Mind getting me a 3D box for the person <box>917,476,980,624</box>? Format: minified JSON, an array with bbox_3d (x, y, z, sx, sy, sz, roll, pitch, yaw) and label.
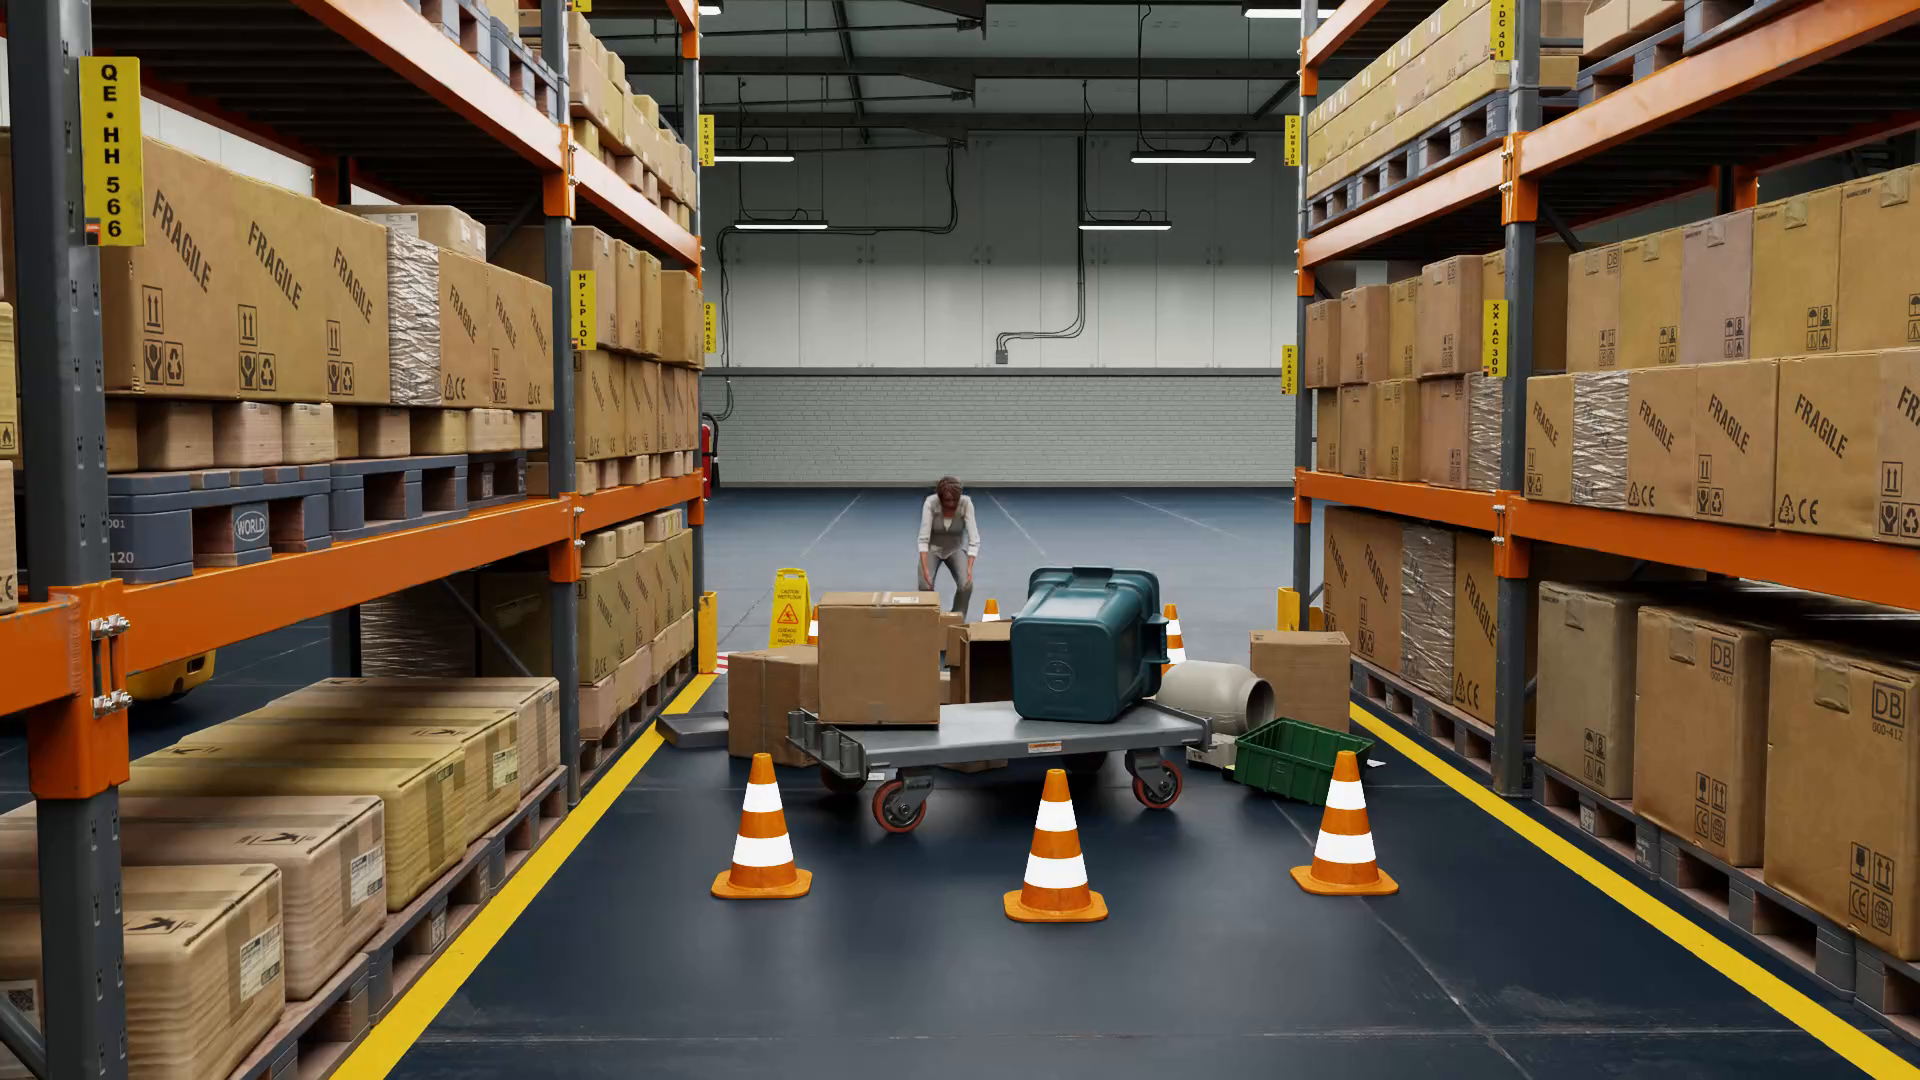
[{"bbox_3d":[-0.086,0.145,12.360,0.463,1.227,0.688,0,4,-1],"label":"person"}]
